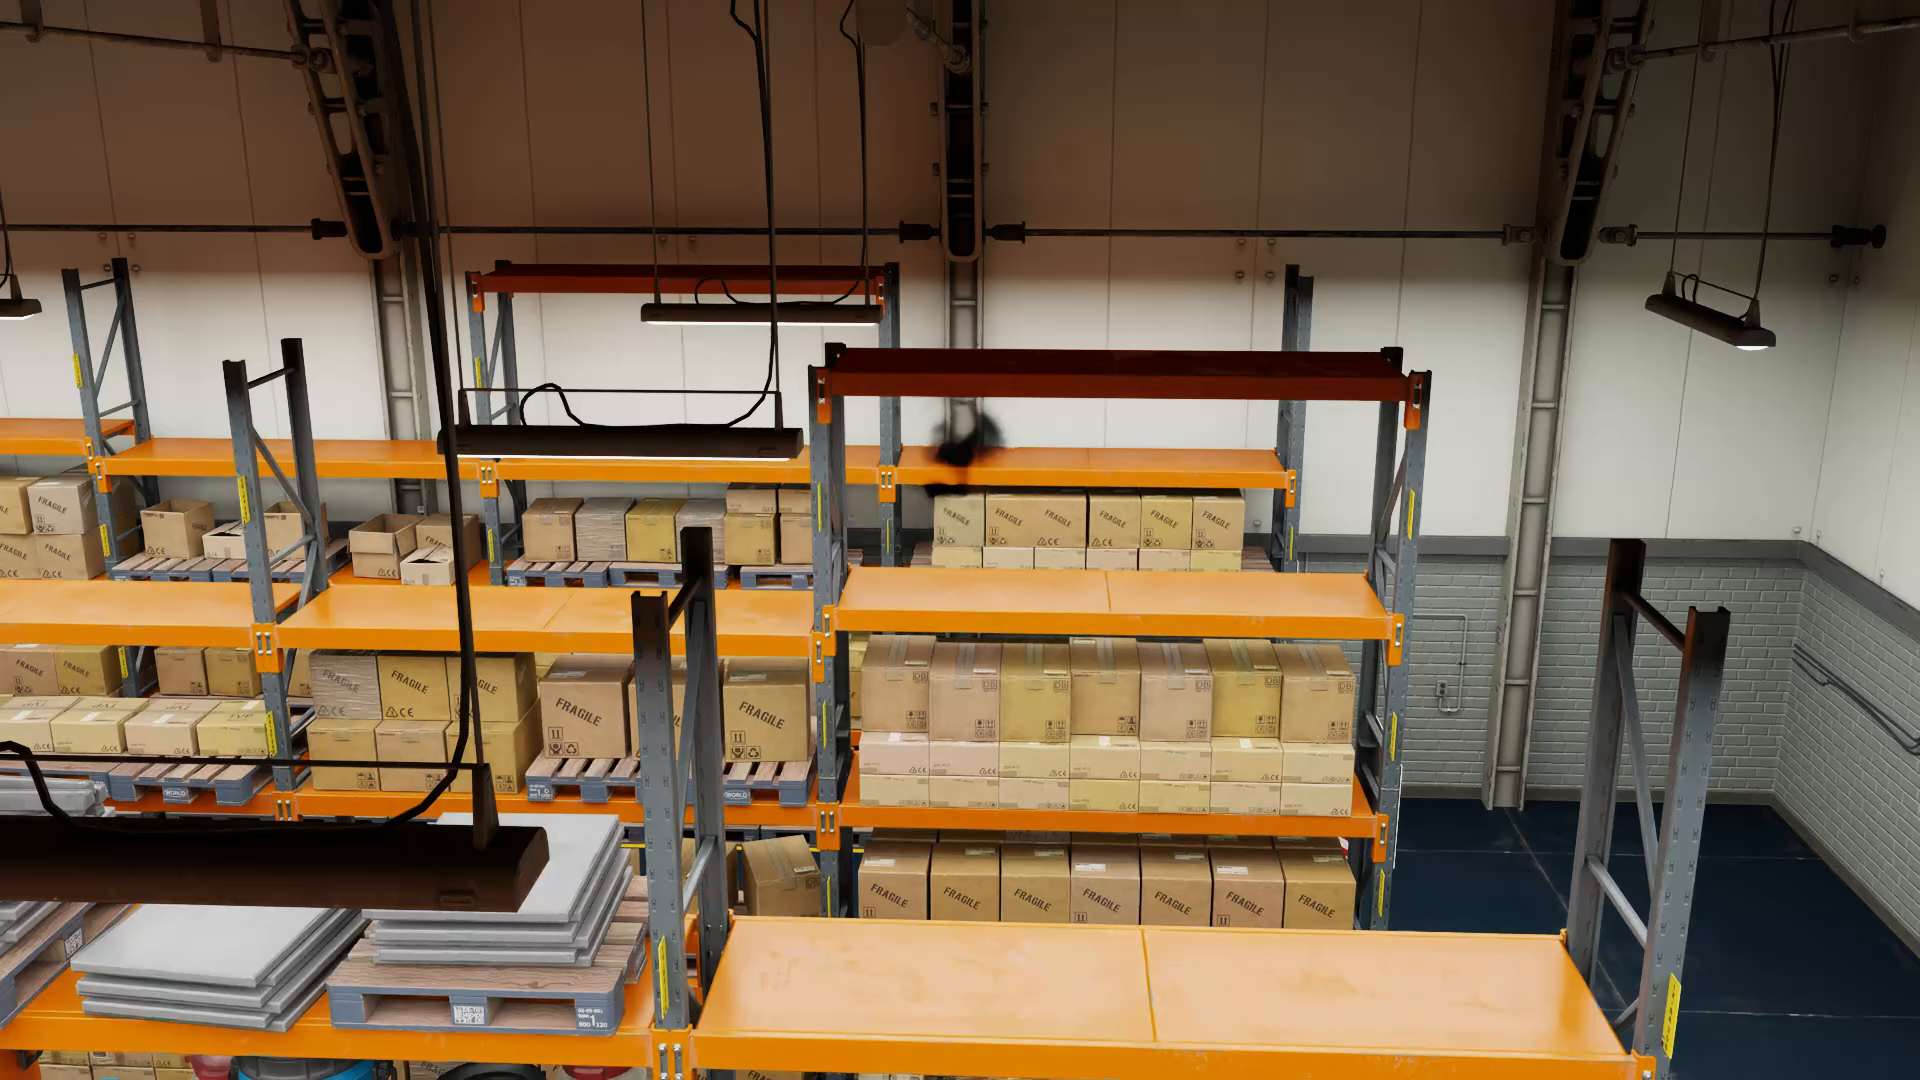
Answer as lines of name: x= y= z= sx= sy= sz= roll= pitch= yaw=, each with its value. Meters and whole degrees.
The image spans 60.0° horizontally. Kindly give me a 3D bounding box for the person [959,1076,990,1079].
person: x=0.145 y=4.168 z=11.102 sx=0.859 sy=1.793 sz=0.652 roll=-4 pitch=17 yaw=-14
